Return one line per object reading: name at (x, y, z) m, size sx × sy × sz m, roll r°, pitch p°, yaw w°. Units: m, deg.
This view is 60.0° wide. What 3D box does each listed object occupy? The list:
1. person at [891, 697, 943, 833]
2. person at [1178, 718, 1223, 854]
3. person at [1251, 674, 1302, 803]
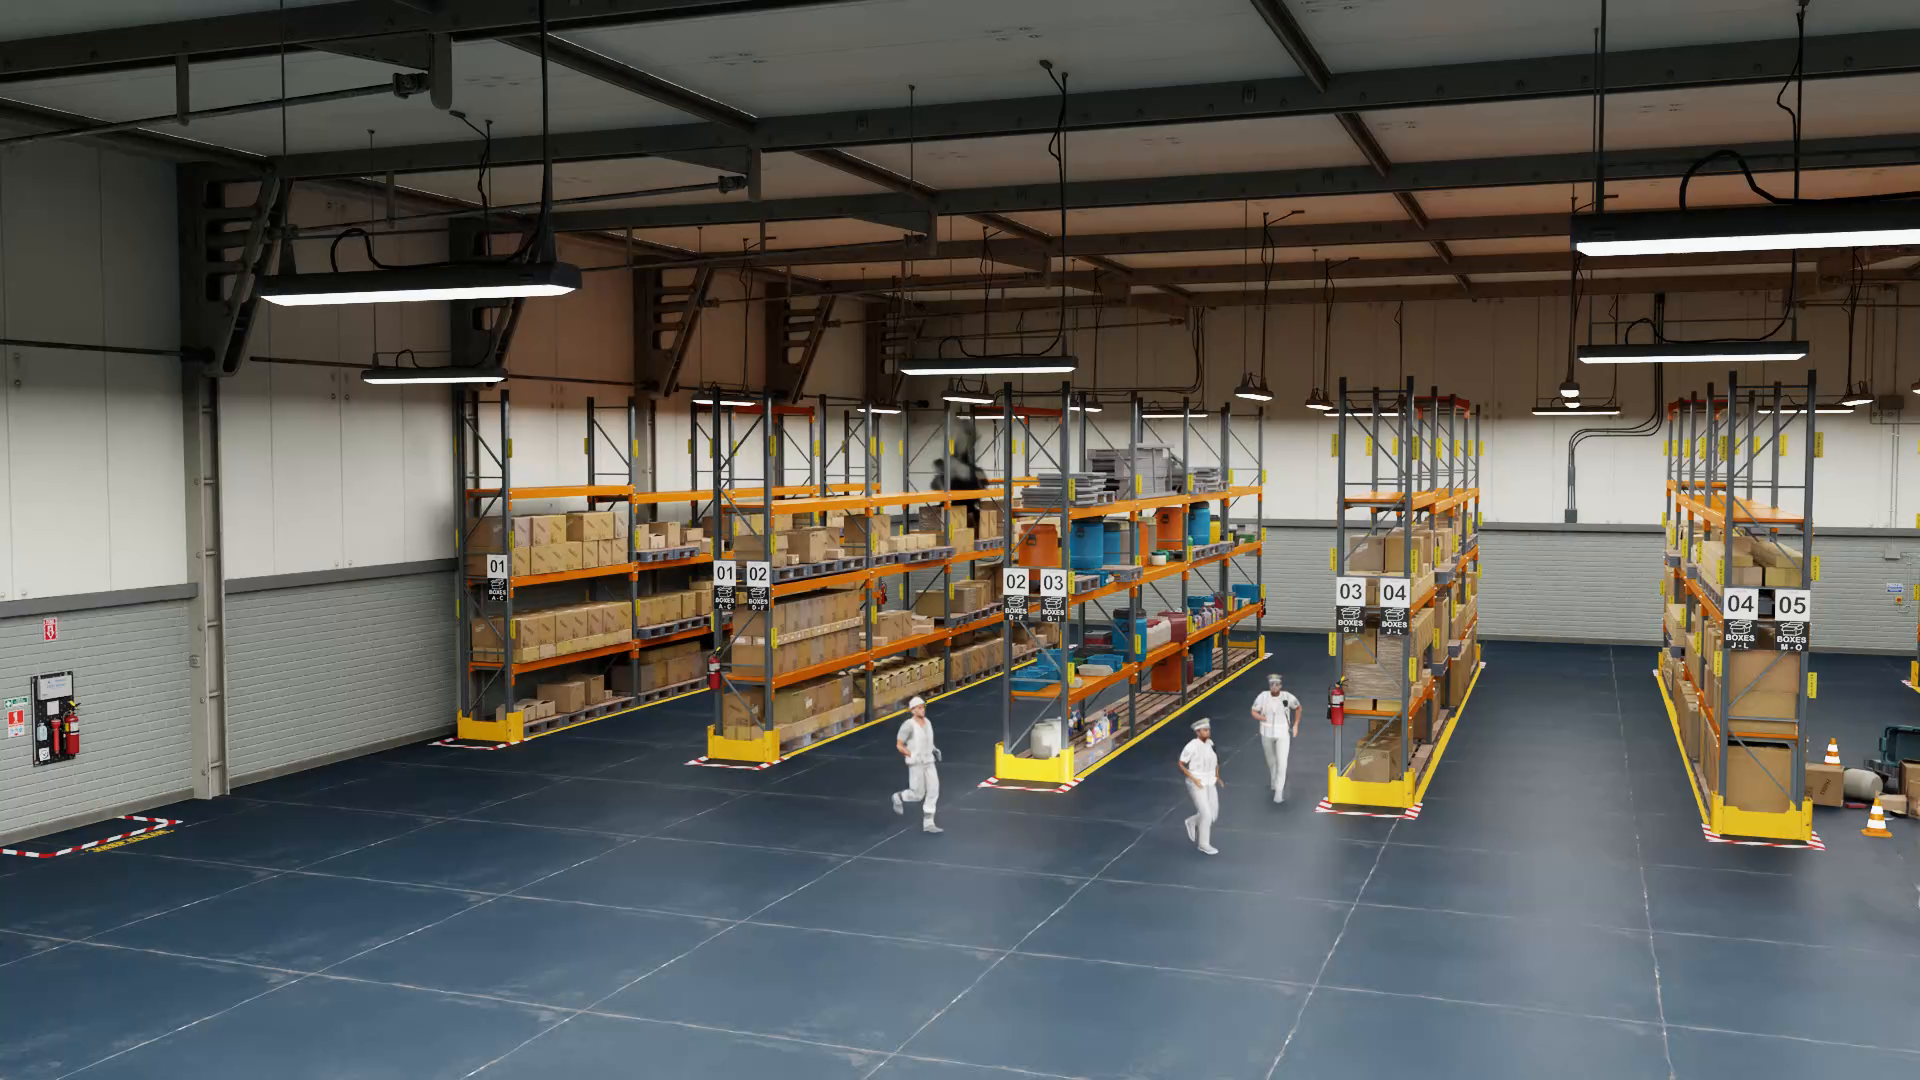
person at (-0.526, 2.935, 21.803) m, size 0.669 × 1.755 × 0.866 m, roll -3°, pitch 4°, yaw -44°
person at (2.957, 3.030, 20.677) m, size 0.600 × 1.670 × 0.628 m, roll -2°, pitch 4°, yaw -37°
person at (4.538, 2.812, 23.929) m, size 0.687 × 1.814 × 0.936 m, roll 1°, pitch 3°, yaw 20°
